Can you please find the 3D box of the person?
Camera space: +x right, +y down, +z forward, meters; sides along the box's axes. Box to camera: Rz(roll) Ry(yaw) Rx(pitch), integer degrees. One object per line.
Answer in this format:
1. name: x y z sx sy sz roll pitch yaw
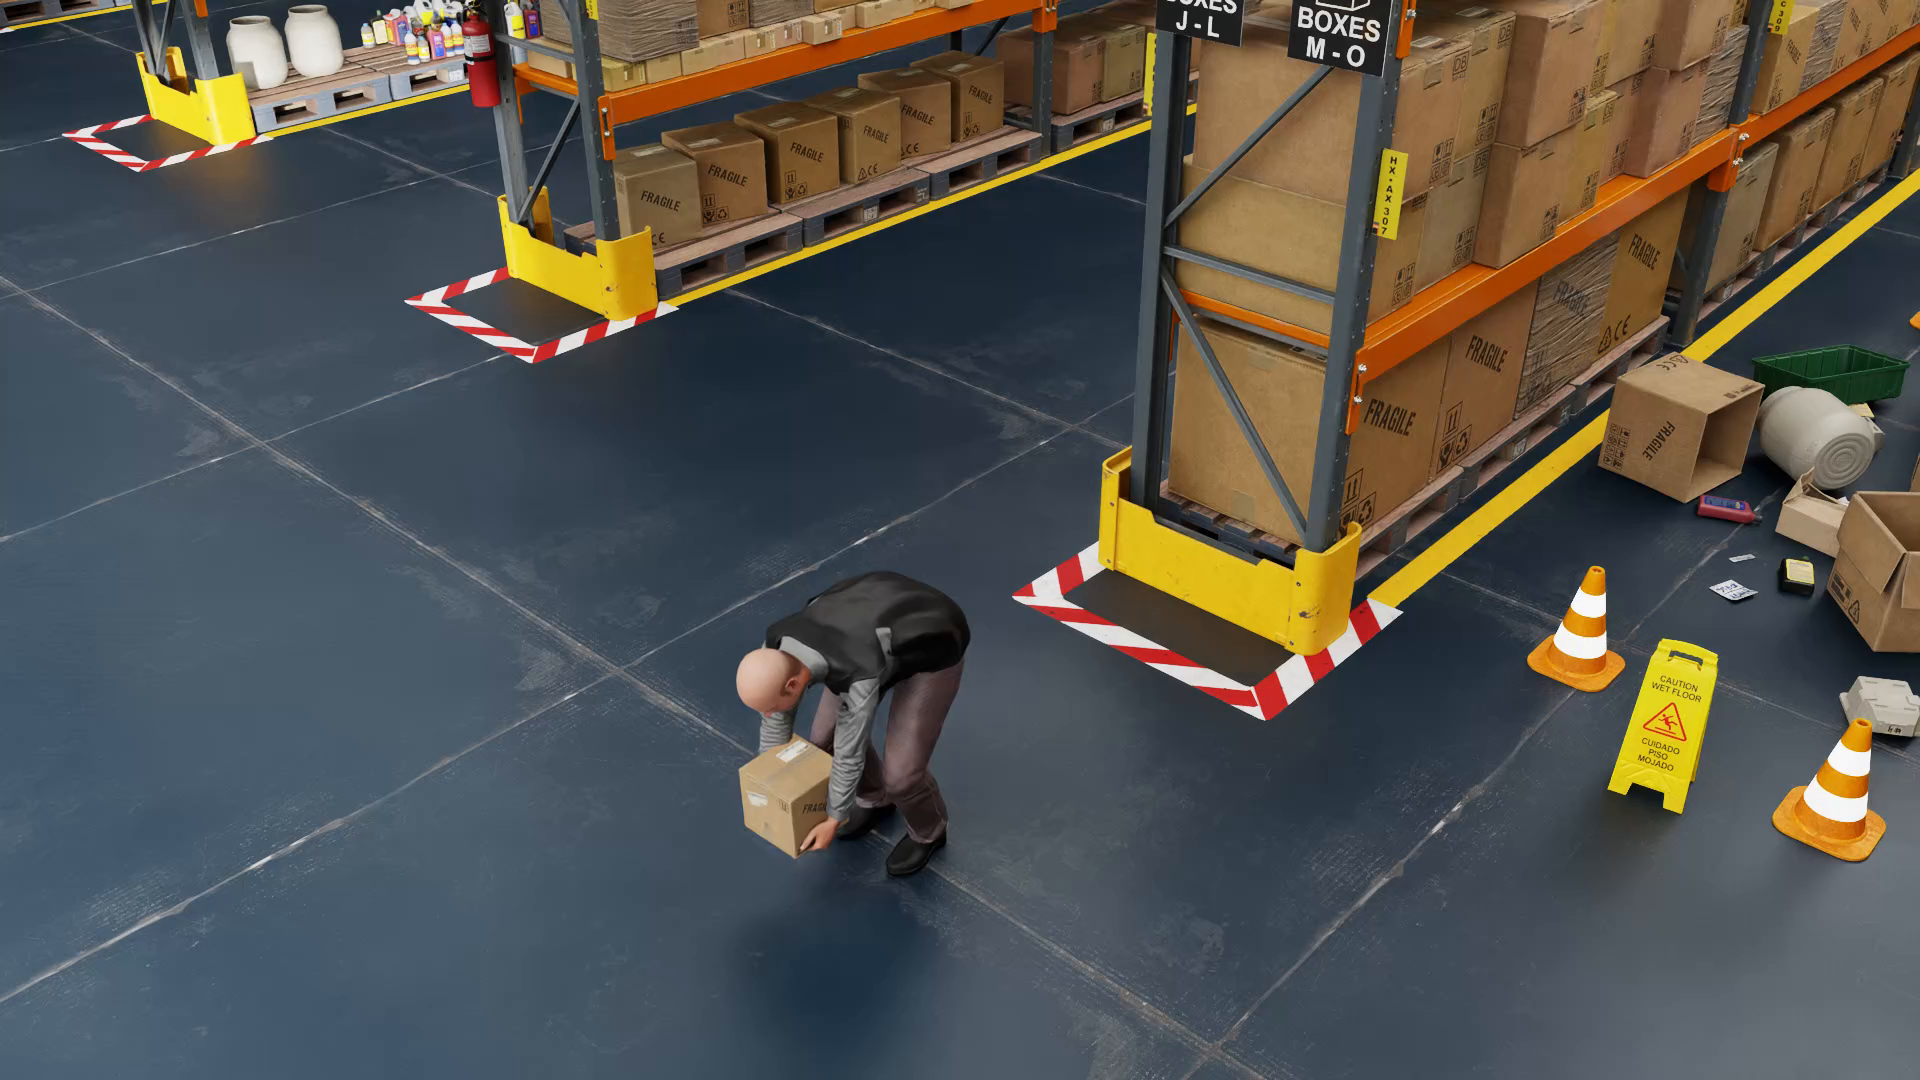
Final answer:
1. person: -0.366 0.673 5.623 0.492 1.123 0.943 23 38 33
